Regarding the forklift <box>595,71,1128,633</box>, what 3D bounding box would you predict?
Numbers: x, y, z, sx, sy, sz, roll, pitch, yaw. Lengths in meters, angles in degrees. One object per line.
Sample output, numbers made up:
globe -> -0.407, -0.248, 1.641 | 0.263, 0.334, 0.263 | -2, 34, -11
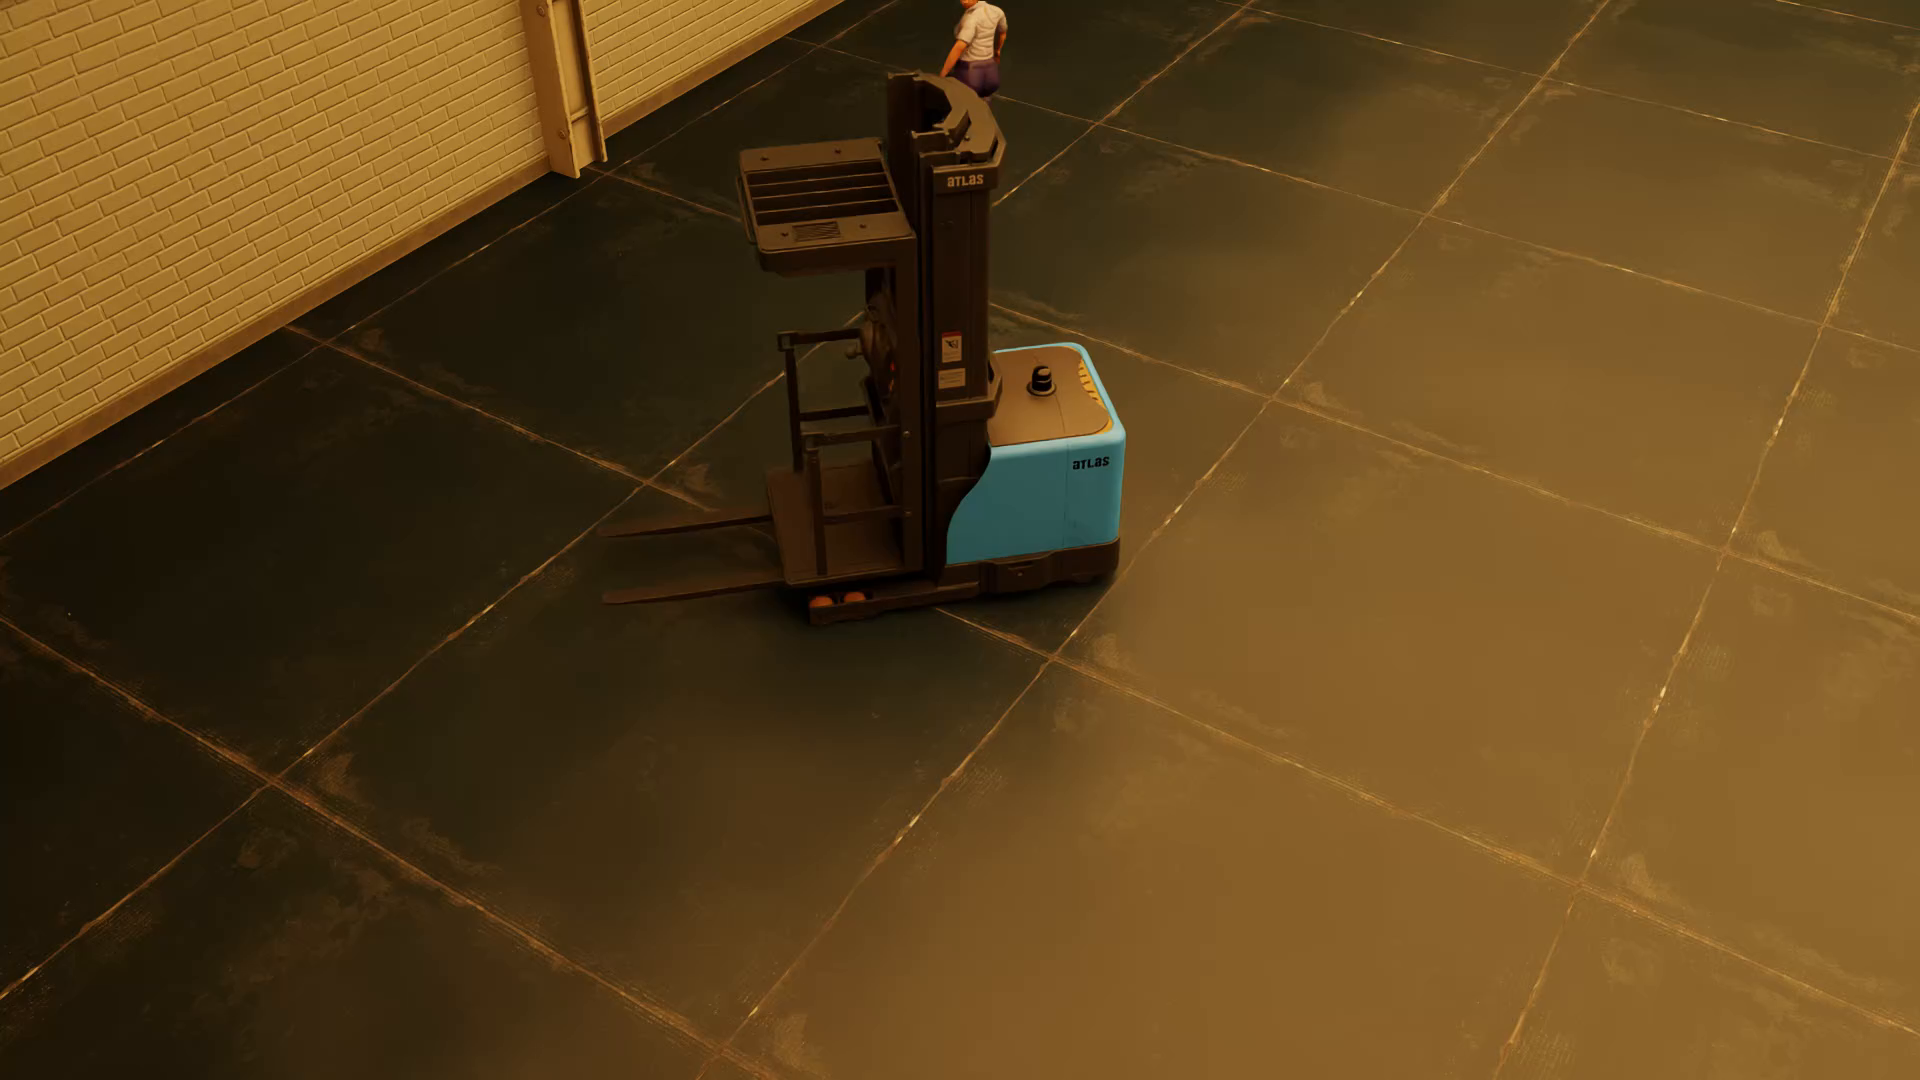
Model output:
forklift -> -0.613, -0.966, 9.107 | 3.031, 2.935, 1.130 | -11, 42, -13

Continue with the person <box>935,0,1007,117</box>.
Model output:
person -> 0.082, -3.888, 13.590 | 0.745, 1.552, 0.563 | -22, 45, -24
